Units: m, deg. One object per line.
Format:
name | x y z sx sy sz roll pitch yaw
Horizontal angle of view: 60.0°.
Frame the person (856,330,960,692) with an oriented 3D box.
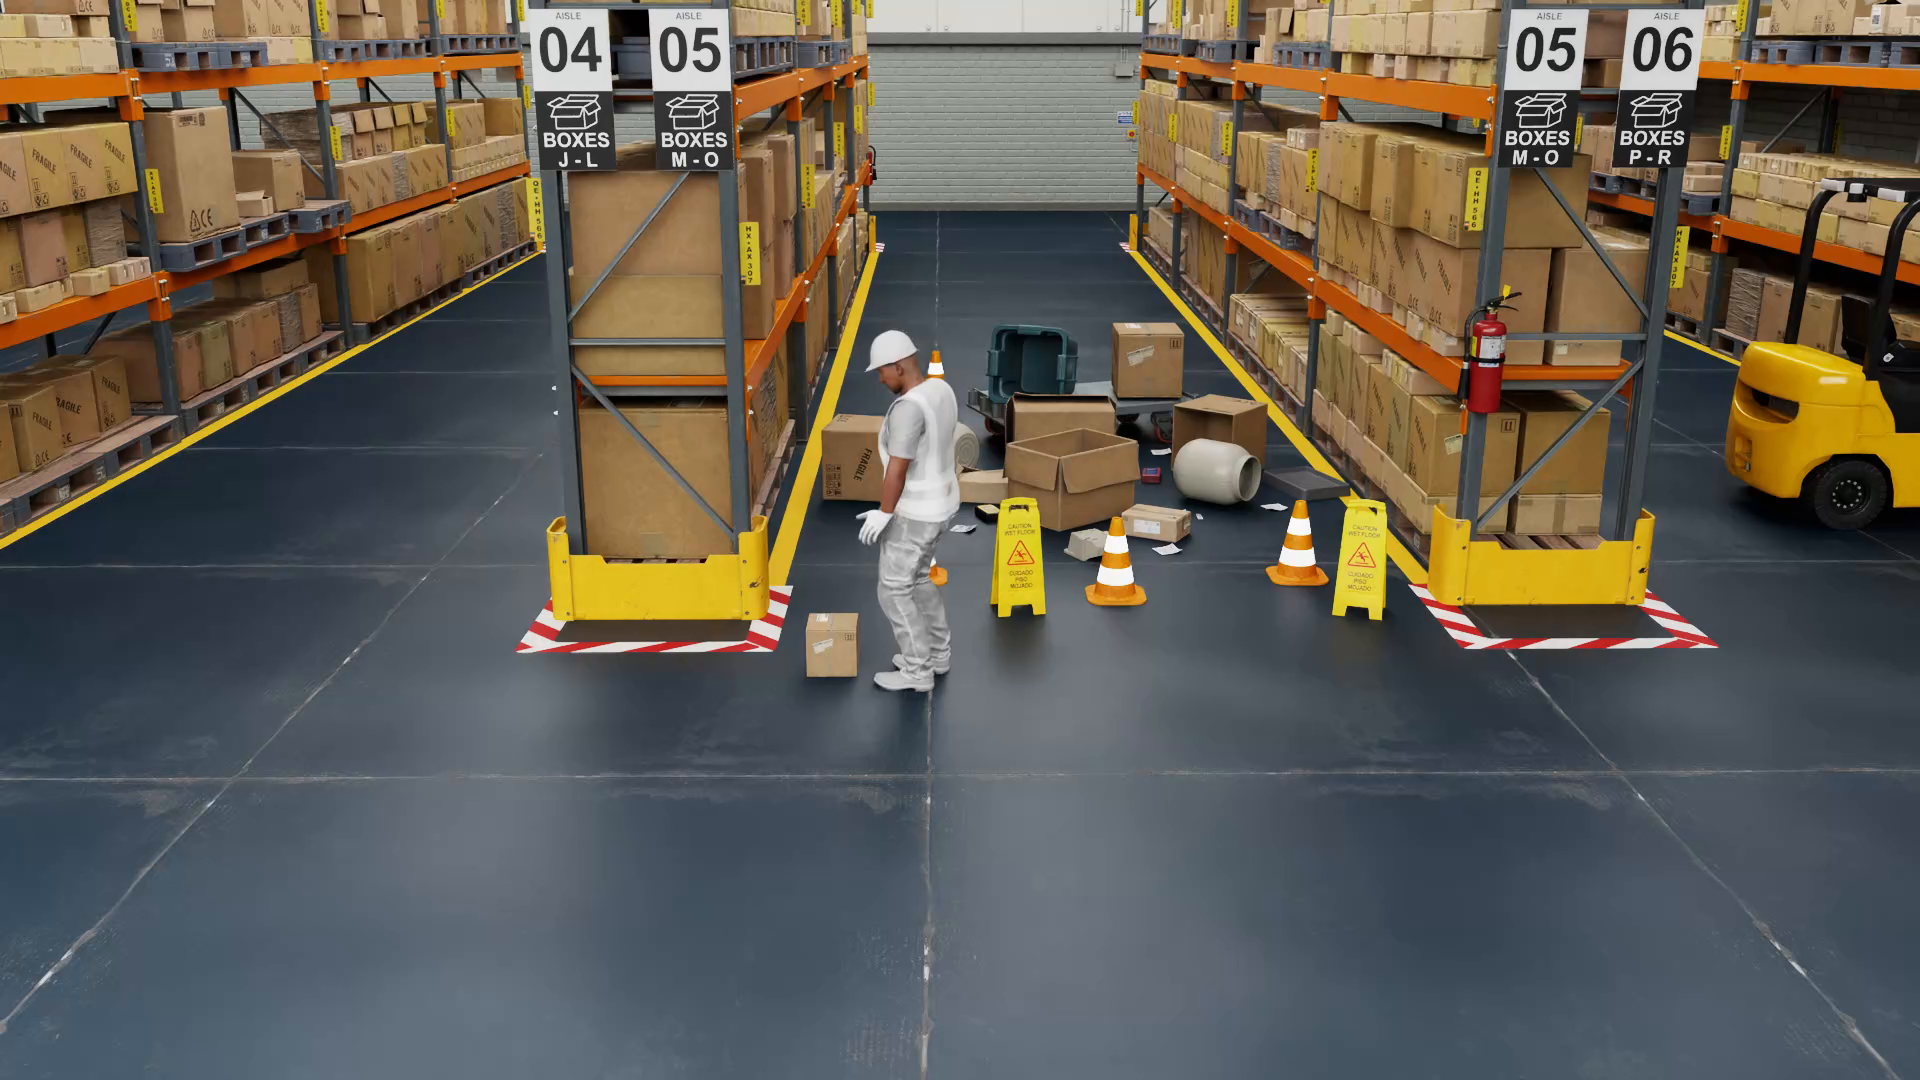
person | -0.239 -0.140 8.032 0.427 1.748 0.566 6 18 18
